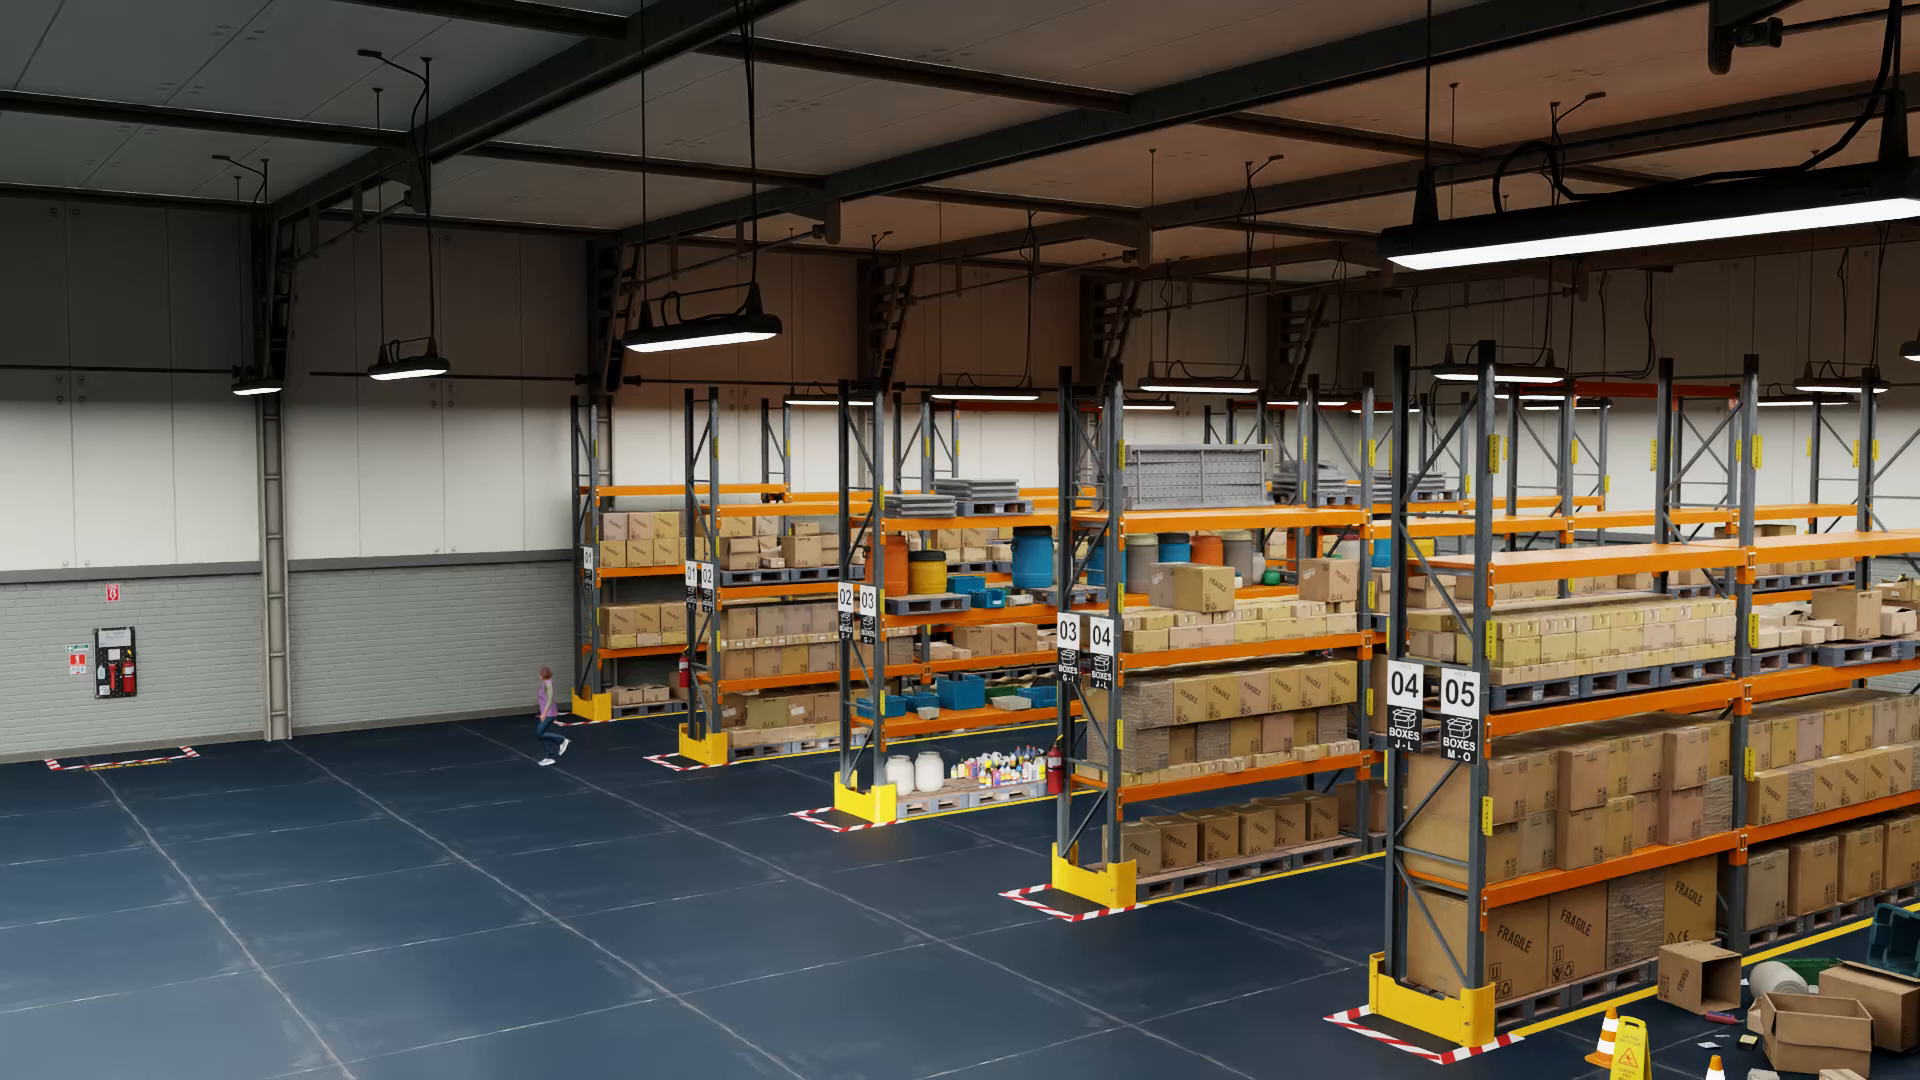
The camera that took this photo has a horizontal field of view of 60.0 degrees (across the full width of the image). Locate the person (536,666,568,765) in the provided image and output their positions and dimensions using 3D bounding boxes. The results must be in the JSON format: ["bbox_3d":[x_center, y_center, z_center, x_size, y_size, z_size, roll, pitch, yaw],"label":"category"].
[{"bbox_3d":[-6.512,2.814,26.530,0.497,1.533,0.481,-1,4,-16],"label":"person"}]
